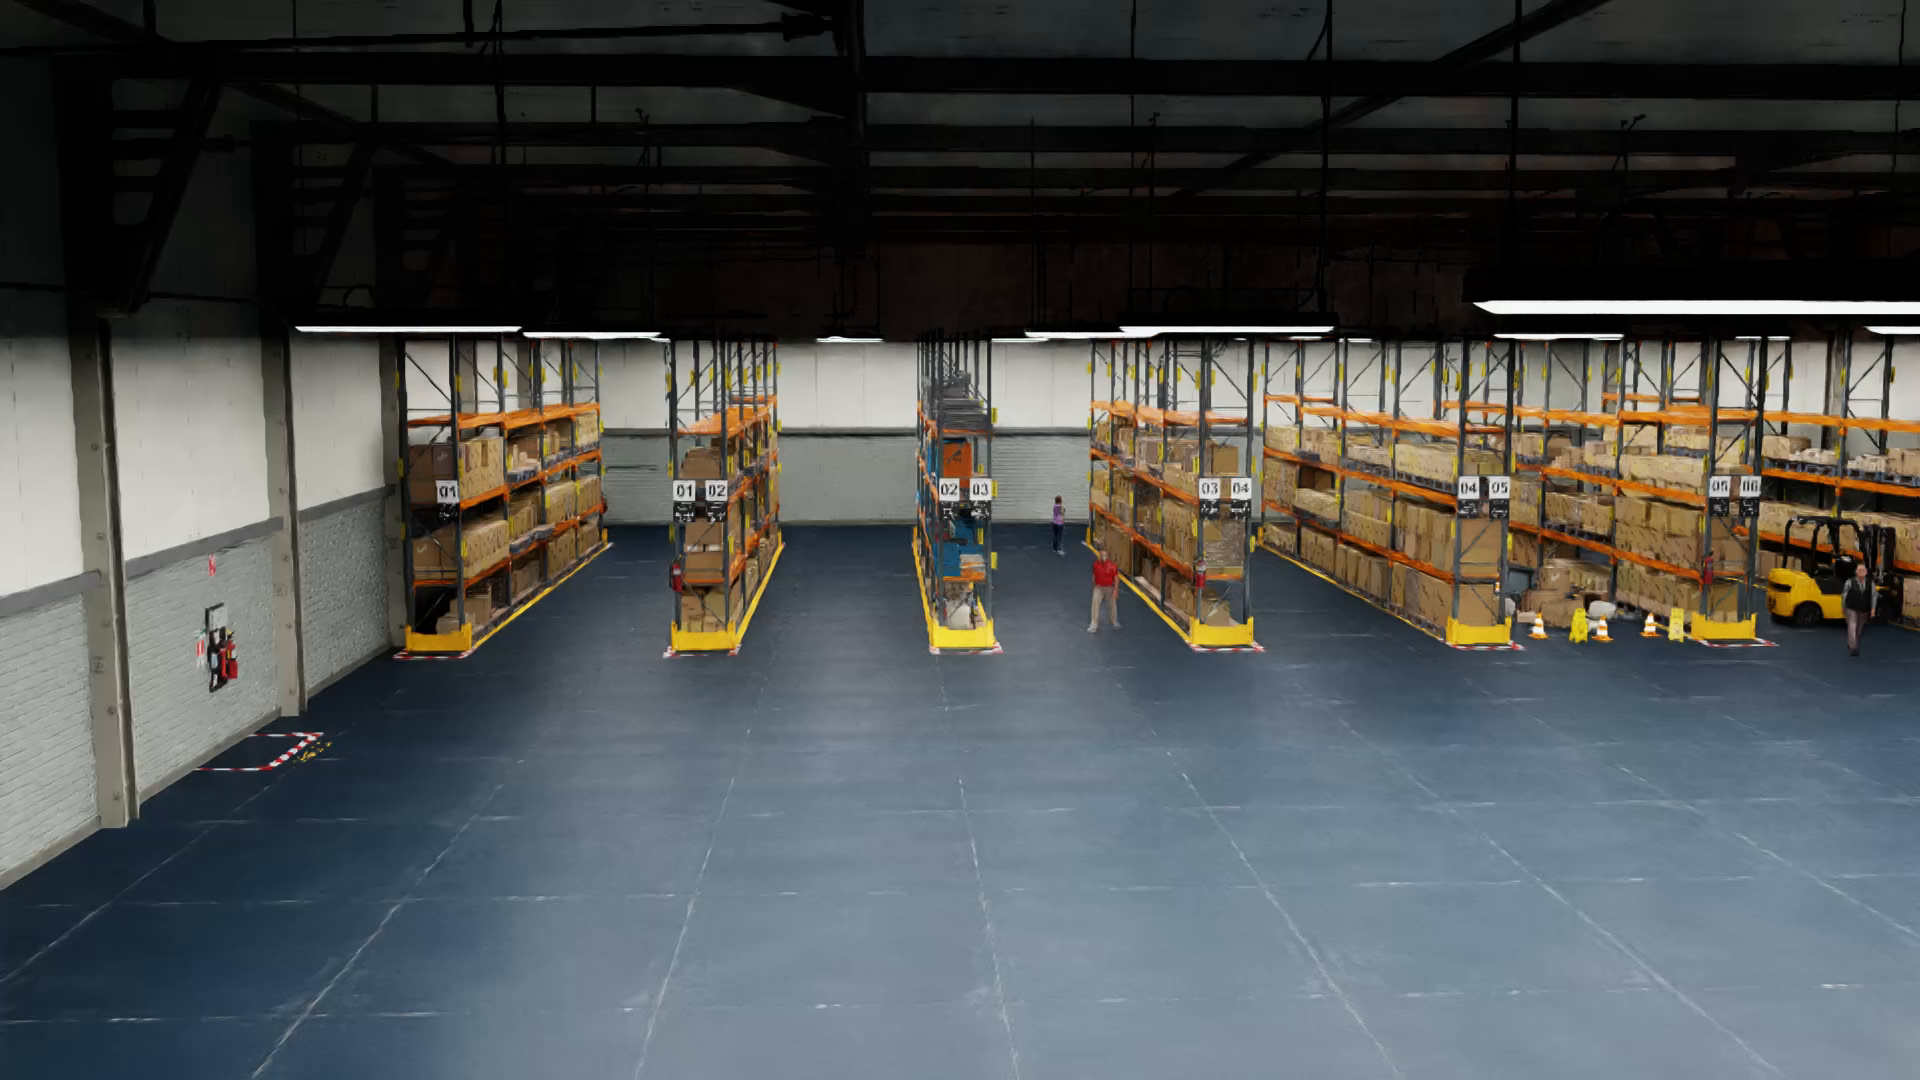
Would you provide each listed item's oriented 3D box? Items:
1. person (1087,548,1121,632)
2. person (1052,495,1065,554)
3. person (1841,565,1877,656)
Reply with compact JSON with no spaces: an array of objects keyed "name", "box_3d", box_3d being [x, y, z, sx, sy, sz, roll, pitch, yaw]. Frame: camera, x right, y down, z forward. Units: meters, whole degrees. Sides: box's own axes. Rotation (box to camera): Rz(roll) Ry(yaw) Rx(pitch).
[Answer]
[{"name":"person","box_3d":[2.893,0.986,33.221,0.581,1.673,0.979,2,7,19]},{"name":"person","box_3d":[2.711,-0.436,45.457,0.399,1.601,0.469,-5,8,-34]},{"name":"person","box_3d":[16.582,1.279,30.670,0.539,1.663,1.033,1,7,7]}]
